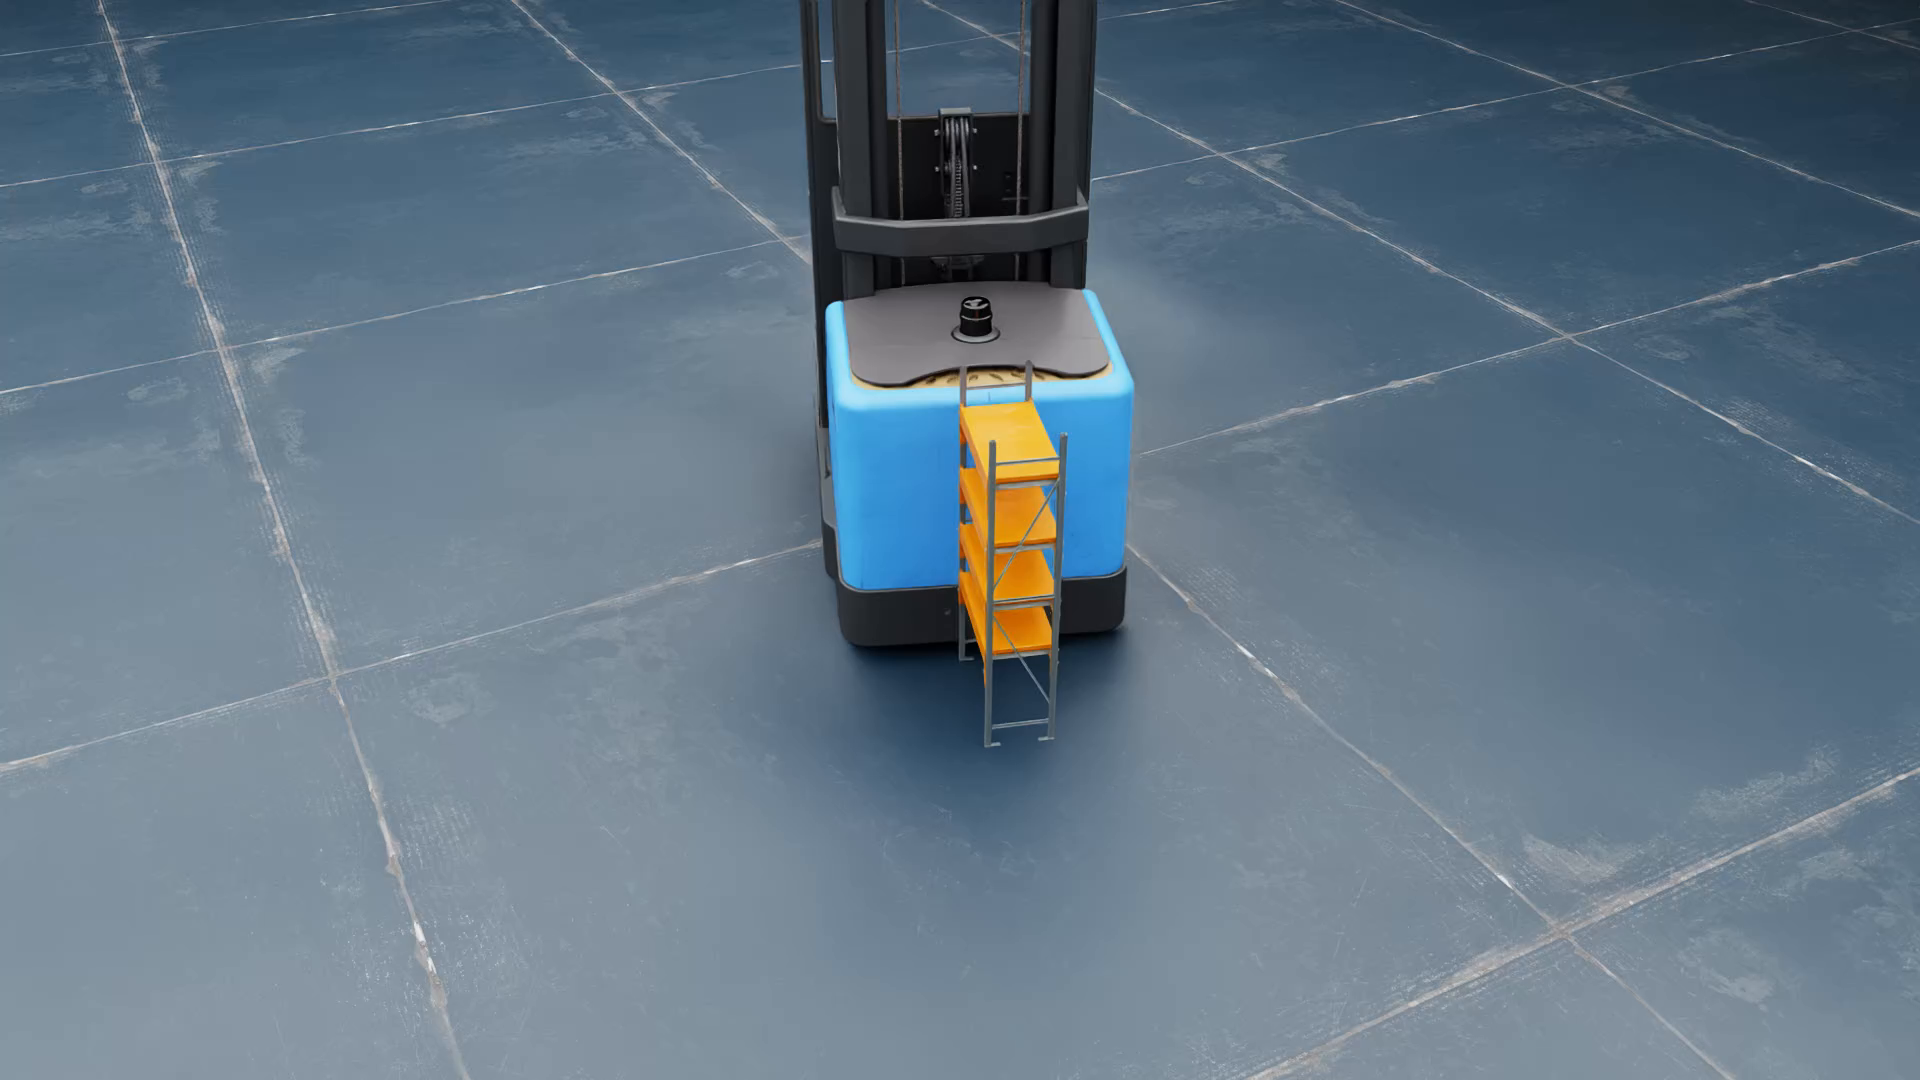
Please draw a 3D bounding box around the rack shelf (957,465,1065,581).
[{"bbox_3d":[0.161,-0.072,5.452,0.258,0.148,0.480,-6,34,-9],"label":"rack shelf"}]

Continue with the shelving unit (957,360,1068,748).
[{"bbox_3d":[0.160,0.059,5.538,0.258,1.200,0.503,-6,34,-9],"label":"shelving unit"}]

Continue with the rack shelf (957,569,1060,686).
[{"bbox_3d":[0.160,0.280,5.685,0.258,0.148,0.480,-6,34,-9],"label":"rack shelf"}]

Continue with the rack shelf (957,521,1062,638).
[{"bbox_3d":[0.160,0.115,5.576,0.258,0.148,0.480,-6,34,-9],"label":"rack shelf"}]

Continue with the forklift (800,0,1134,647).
[{"bbox_3d":[-0.069,-1.625,6.569,1.130,2.935,3.031,-3,33,-5],"label":"forklift"}]

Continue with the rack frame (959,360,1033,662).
[{"bbox_3d":[0.116,-0.074,5.738,0.240,1.200,0.015,-6,34,-9],"label":"rack frame"}]

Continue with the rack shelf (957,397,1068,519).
[{"bbox_3d":[0.161,-0.269,5.321,0.258,0.148,0.480,-6,34,-9],"label":"rack shelf"}]

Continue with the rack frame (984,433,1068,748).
[{"bbox_3d":[0.204,0.191,5.338,0.240,1.200,0.015,-6,34,-9],"label":"rack frame"}]
